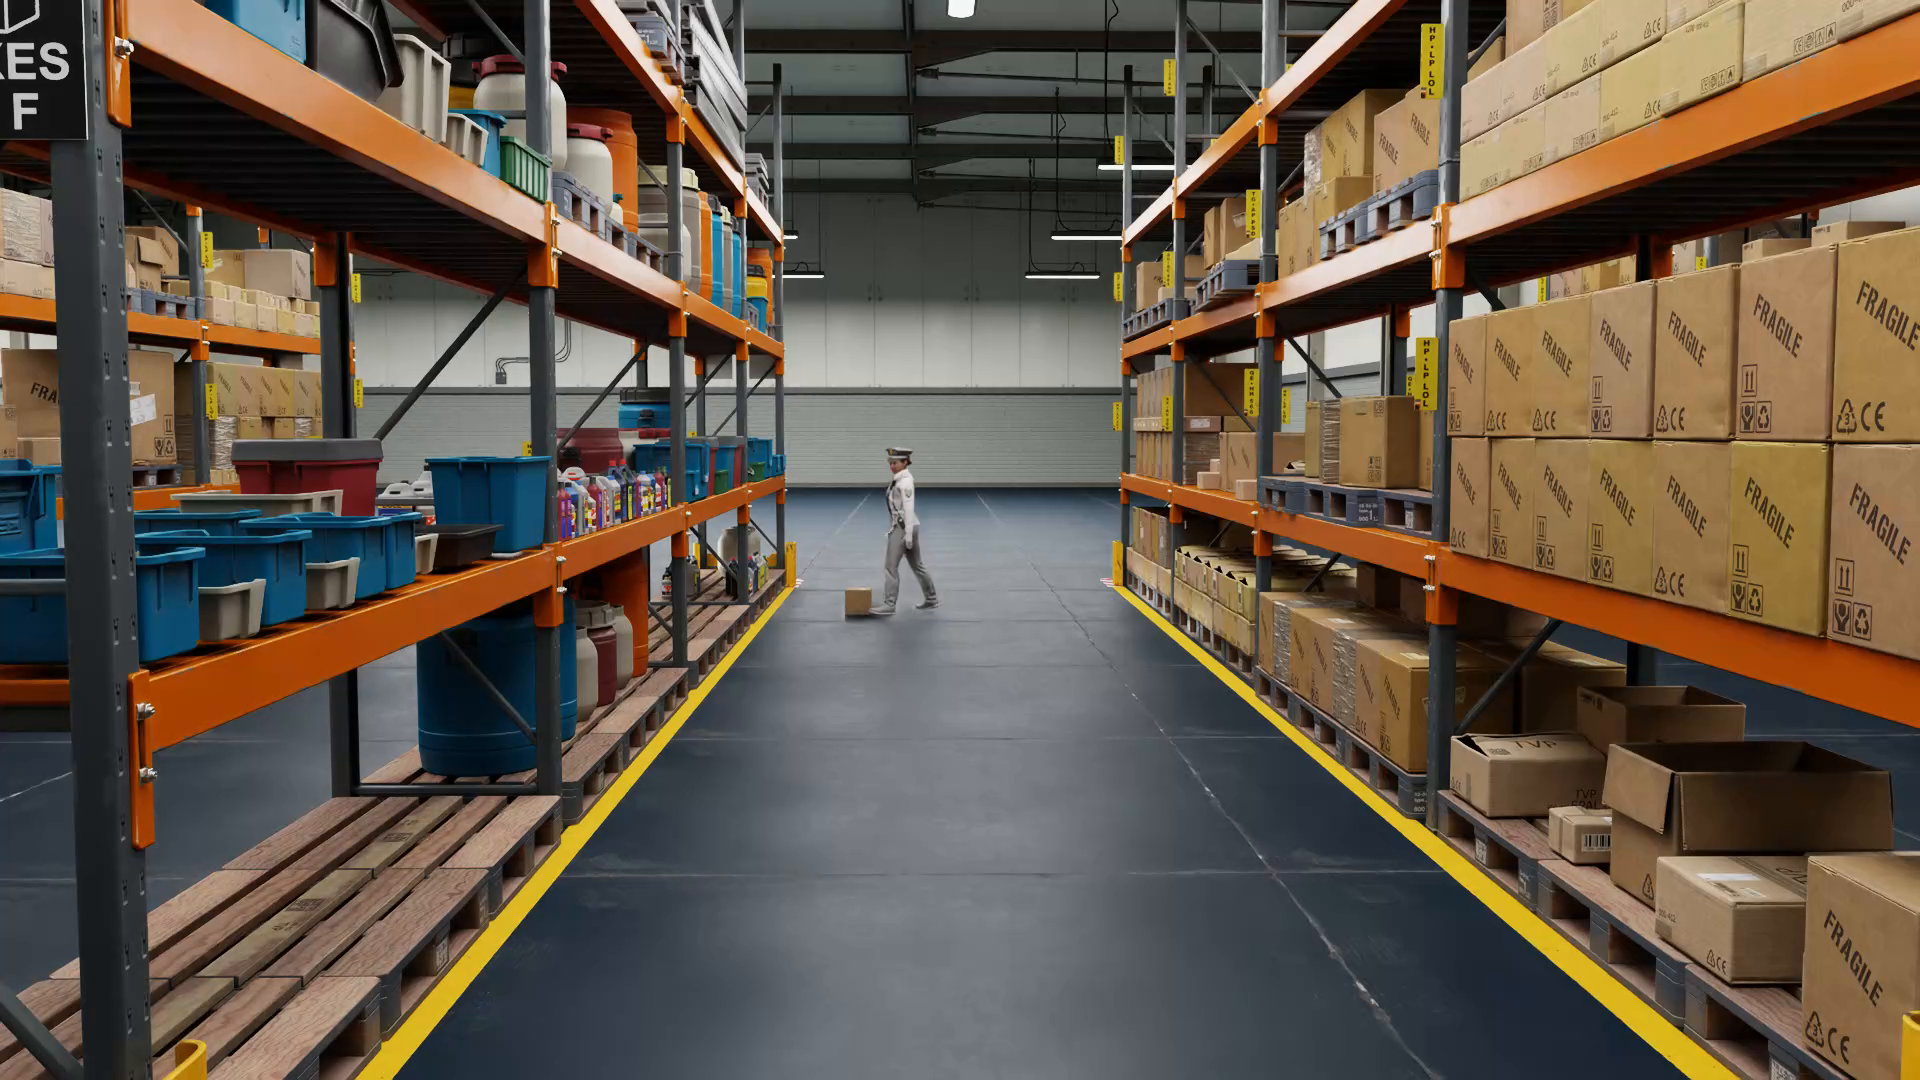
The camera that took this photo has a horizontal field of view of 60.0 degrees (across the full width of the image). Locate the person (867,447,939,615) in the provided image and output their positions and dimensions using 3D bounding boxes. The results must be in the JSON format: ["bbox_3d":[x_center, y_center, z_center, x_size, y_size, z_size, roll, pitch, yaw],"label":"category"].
[{"bbox_3d":[-0.558,-0.094,16.451,0.718,1.644,0.580,0,4,-3],"label":"person"}]
